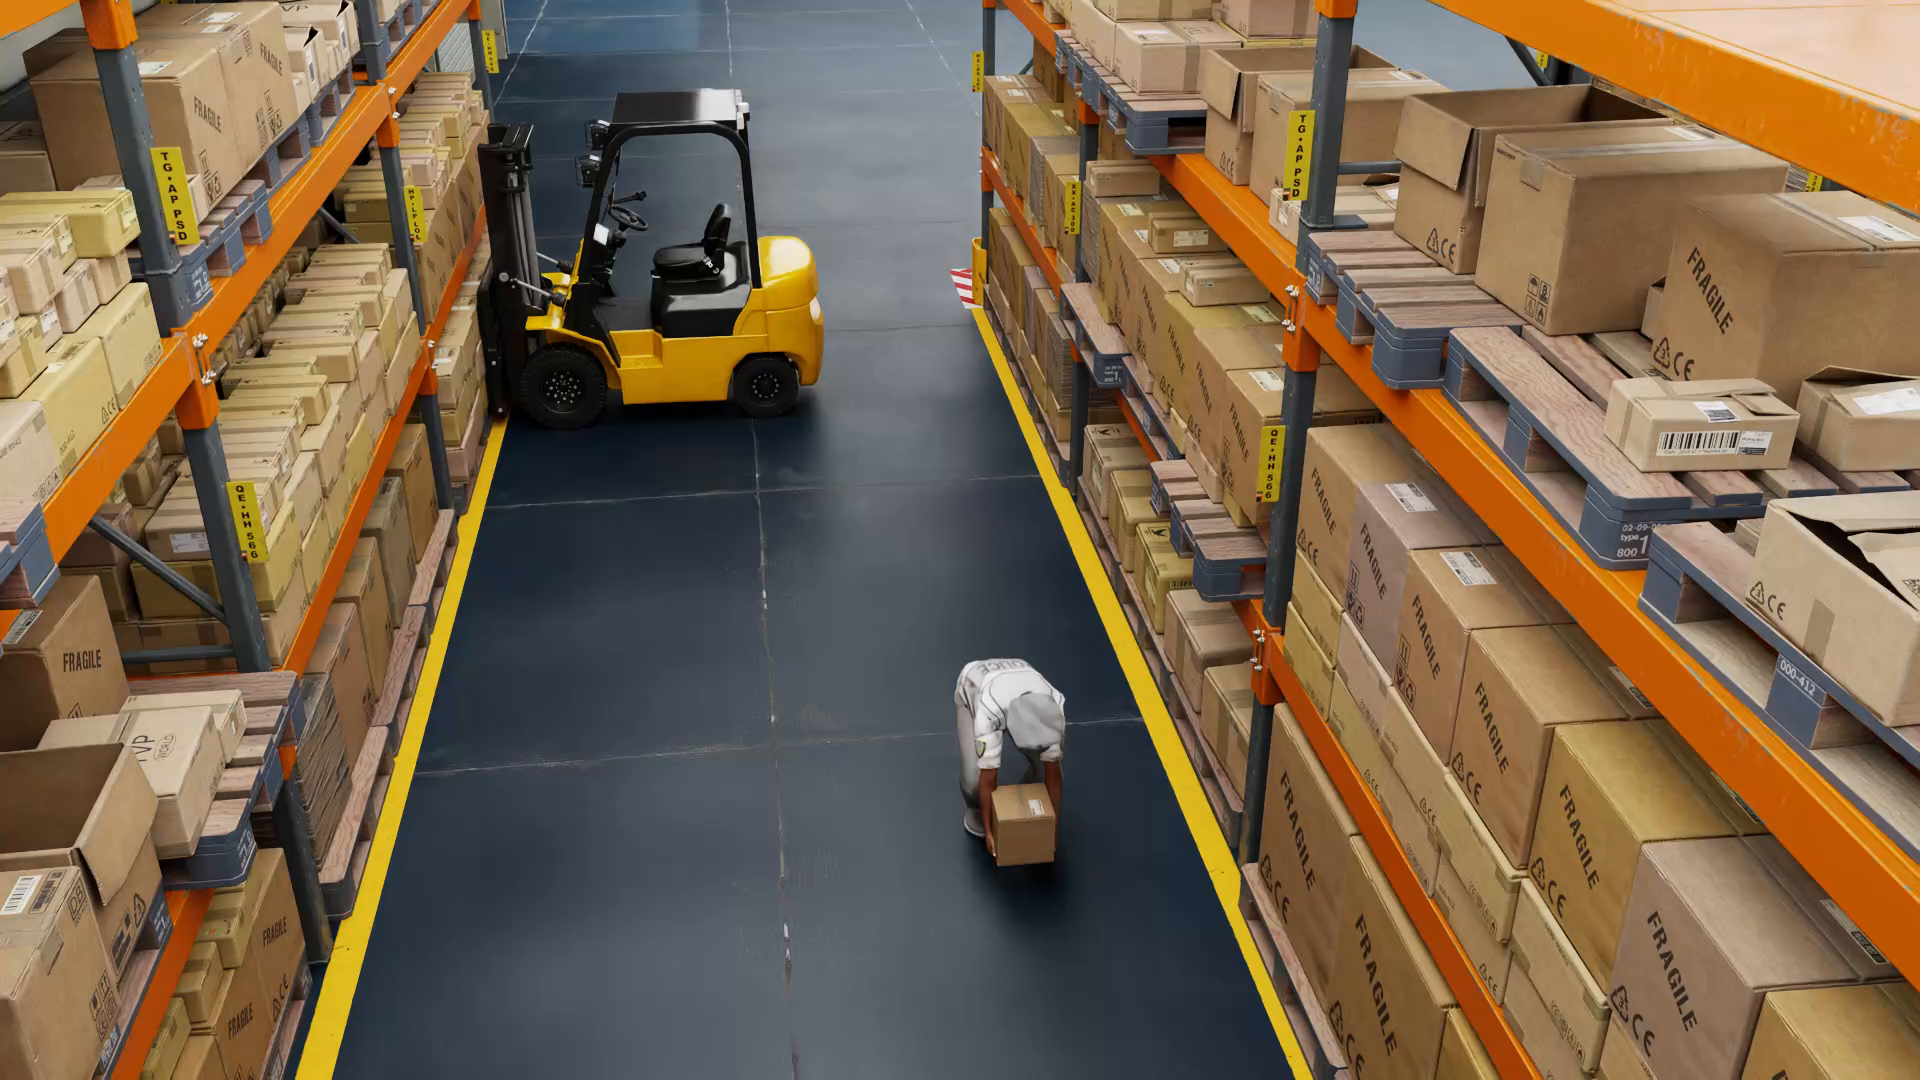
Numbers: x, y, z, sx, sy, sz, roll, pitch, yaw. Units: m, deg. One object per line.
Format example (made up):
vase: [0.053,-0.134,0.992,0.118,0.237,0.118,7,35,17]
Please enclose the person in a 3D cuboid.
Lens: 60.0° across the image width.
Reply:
person: [0.234,0.961,7.513,0.470,0.977,0.912,-5,28,-9]
